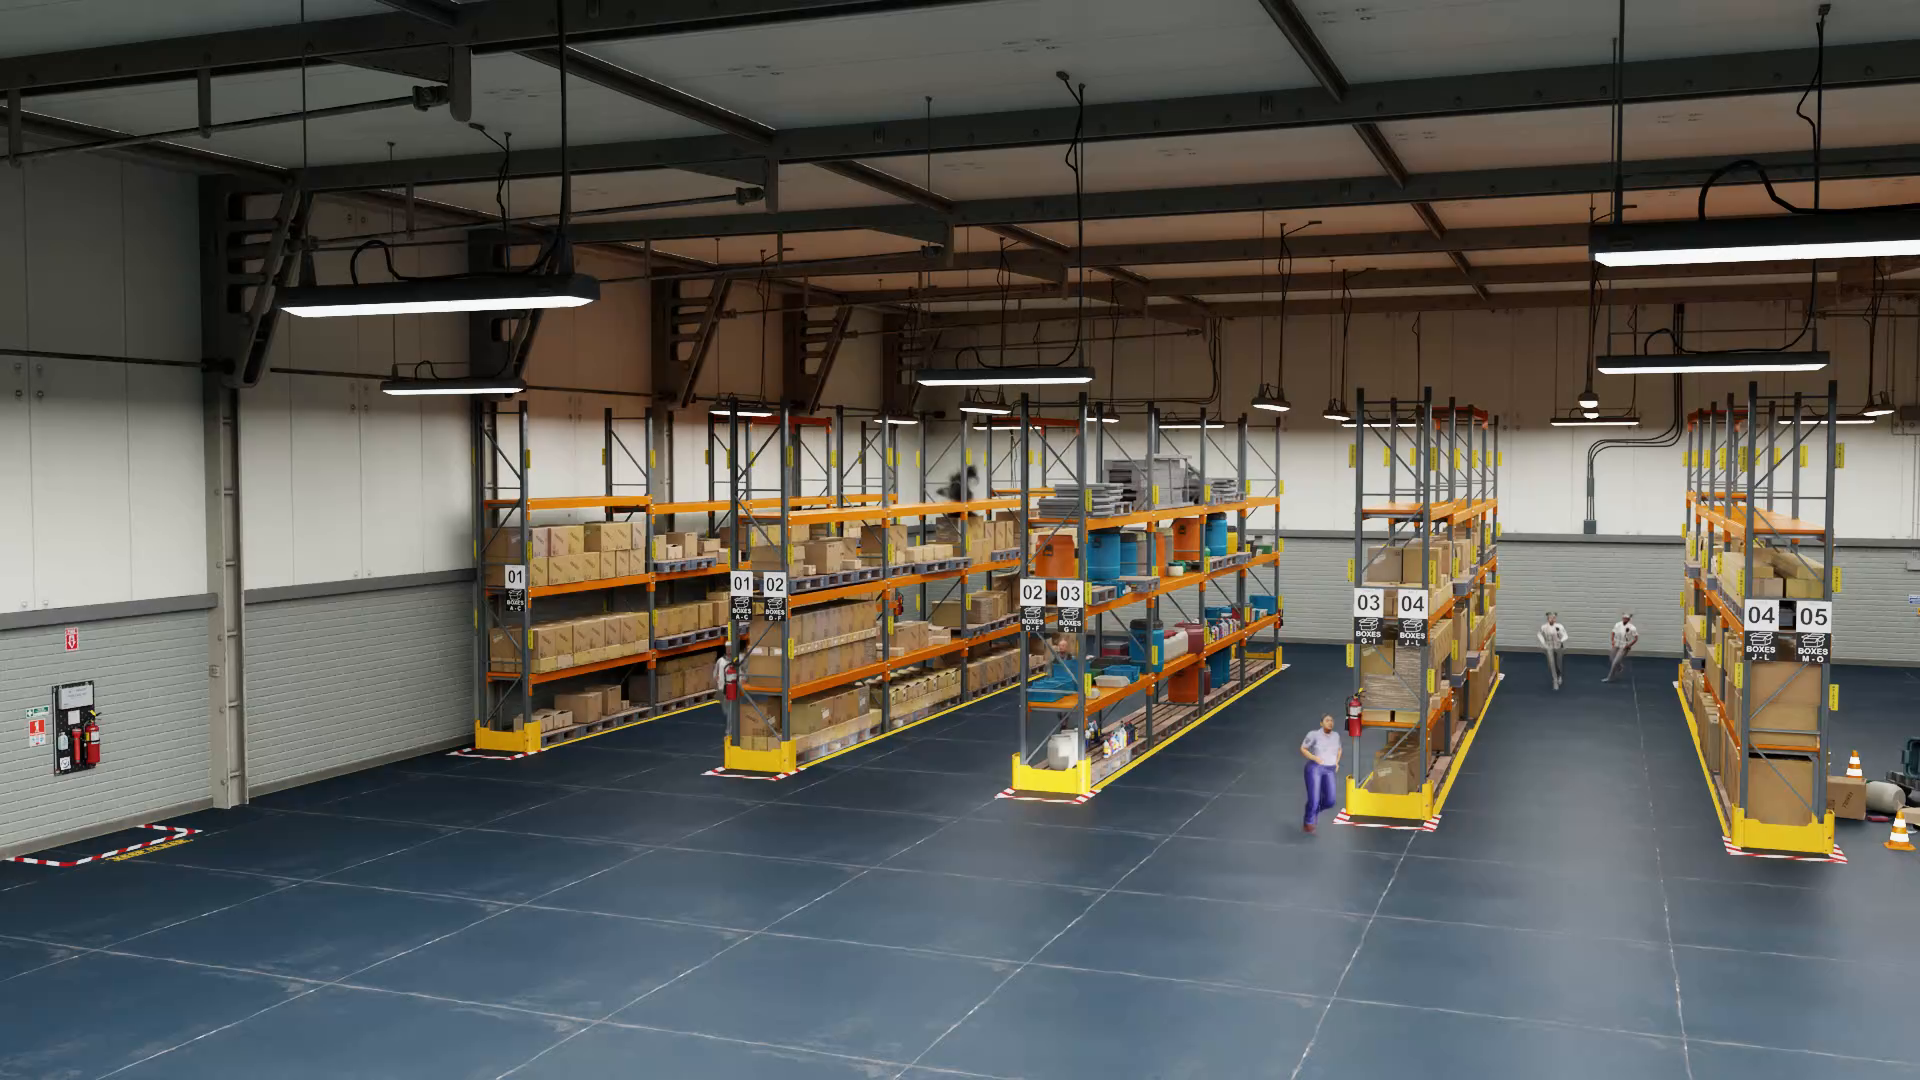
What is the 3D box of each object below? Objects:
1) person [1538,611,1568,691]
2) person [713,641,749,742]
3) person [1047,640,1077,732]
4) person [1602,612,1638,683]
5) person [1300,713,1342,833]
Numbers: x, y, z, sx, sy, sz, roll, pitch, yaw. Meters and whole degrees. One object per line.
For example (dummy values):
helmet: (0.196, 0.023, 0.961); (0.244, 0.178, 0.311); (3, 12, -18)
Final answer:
person: (12.953, 2.405, 36.340); (0.626, 1.693, 0.838); (1, 3, 18)
person: (-4.089, 2.668, 29.683); (0.661, 1.769, 0.936); (1, 3, 12)
person: (1.918, 2.678, 30.707); (0.647, 1.675, 0.637); (1, 3, 15)
person: (14.867, 2.393, 37.266); (0.709, 1.605, 0.658); (-2, 4, -41)
person: (4.889, 3.124, 22.339); (0.625, 1.592, 0.572); (-1, 3, -11)
